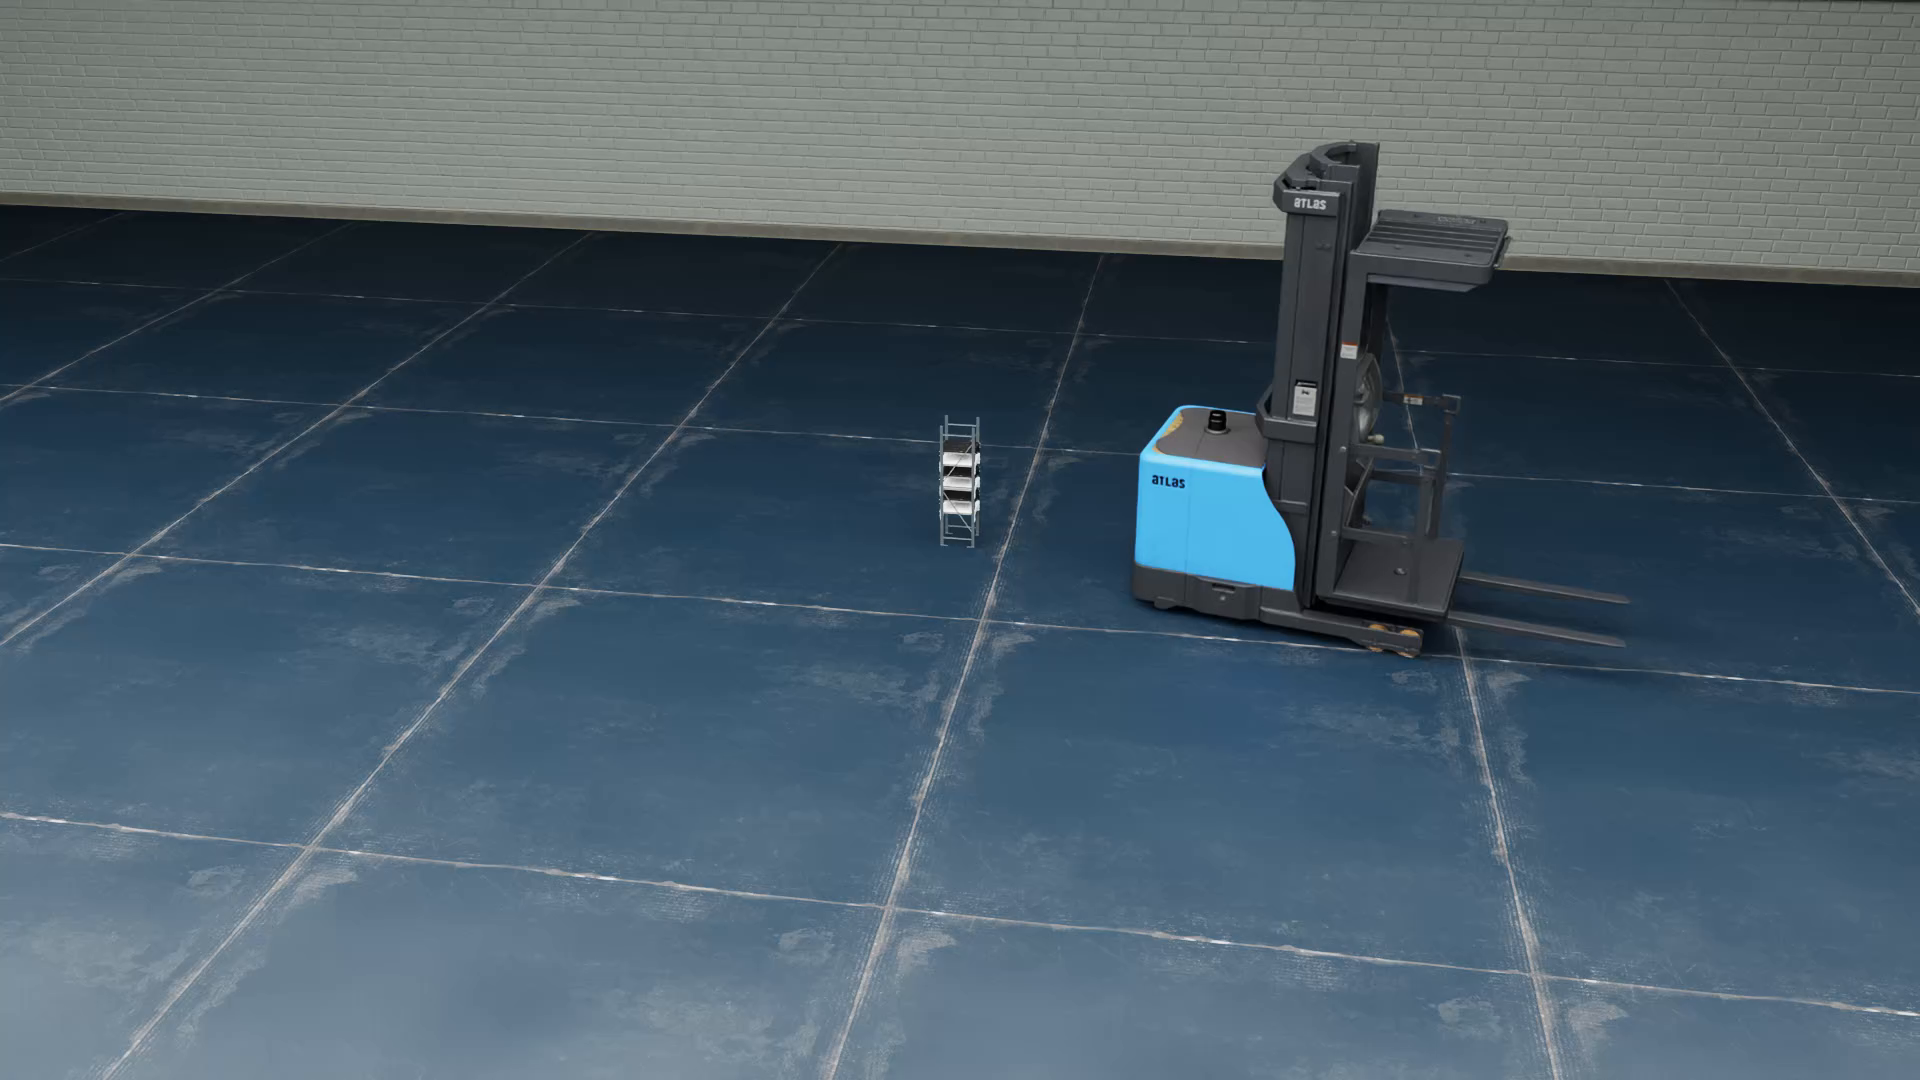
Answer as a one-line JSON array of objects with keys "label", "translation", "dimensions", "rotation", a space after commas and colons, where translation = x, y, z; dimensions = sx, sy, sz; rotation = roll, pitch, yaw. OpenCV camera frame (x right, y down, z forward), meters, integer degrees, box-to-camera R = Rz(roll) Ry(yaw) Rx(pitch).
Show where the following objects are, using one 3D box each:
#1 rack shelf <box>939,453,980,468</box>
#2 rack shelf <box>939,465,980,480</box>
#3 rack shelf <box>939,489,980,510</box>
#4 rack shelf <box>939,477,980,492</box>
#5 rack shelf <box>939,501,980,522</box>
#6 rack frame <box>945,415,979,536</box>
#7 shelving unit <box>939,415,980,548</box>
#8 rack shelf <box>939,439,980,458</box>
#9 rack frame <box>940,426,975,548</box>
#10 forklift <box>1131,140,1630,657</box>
[{"label": "rack shelf", "translation": [-0.001, -0.537, 11.534], "dimensions": [0.258, 0.077, 0.200], "rotation": [4, 25, 9]}, {"label": "rack shelf", "translation": [-0.001, -0.455, 11.572], "dimensions": [0.258, 0.077, 0.200], "rotation": [4, 25, 9]}, {"label": "rack shelf", "translation": [-0.001, -0.292, 11.648], "dimensions": [0.258, 0.077, 0.200], "rotation": [4, 25, 9]}, {"label": "rack shelf", "translation": [-0.001, -0.374, 11.610], "dimensions": [0.258, 0.077, 0.200], "rotation": [4, 25, 9]}, {"label": "rack shelf", "translation": [-0.001, -0.211, 11.687], "dimensions": [0.258, 0.077, 0.200], "rotation": [4, 25, 9]}, {"label": "rack frame", "translation": [0.015, -0.447, 11.687], "dimensions": [0.240, 0.900, 0.006], "rotation": [4, 25, 9]}, {"label": "shelving unit", "translation": [-0.001, -0.404, 11.596], "dimensions": [0.258, 0.900, 0.210], "rotation": [4, 25, 9]}, {"label": "rack shelf", "translation": [-0.001, -0.619, 11.496], "dimensions": [0.258, 0.077, 0.200], "rotation": [4, 25, 9]}, {"label": "rack frame", "translation": [-0.018, -0.362, 11.505], "dimensions": [0.240, 0.900, 0.006], "rotation": [4, 25, 9]}, {"label": "forklift", "translation": [2.688, -0.860, 10.174], "dimensions": [3.031, 2.935, 1.130], "rotation": [10, 27, 20]}]
